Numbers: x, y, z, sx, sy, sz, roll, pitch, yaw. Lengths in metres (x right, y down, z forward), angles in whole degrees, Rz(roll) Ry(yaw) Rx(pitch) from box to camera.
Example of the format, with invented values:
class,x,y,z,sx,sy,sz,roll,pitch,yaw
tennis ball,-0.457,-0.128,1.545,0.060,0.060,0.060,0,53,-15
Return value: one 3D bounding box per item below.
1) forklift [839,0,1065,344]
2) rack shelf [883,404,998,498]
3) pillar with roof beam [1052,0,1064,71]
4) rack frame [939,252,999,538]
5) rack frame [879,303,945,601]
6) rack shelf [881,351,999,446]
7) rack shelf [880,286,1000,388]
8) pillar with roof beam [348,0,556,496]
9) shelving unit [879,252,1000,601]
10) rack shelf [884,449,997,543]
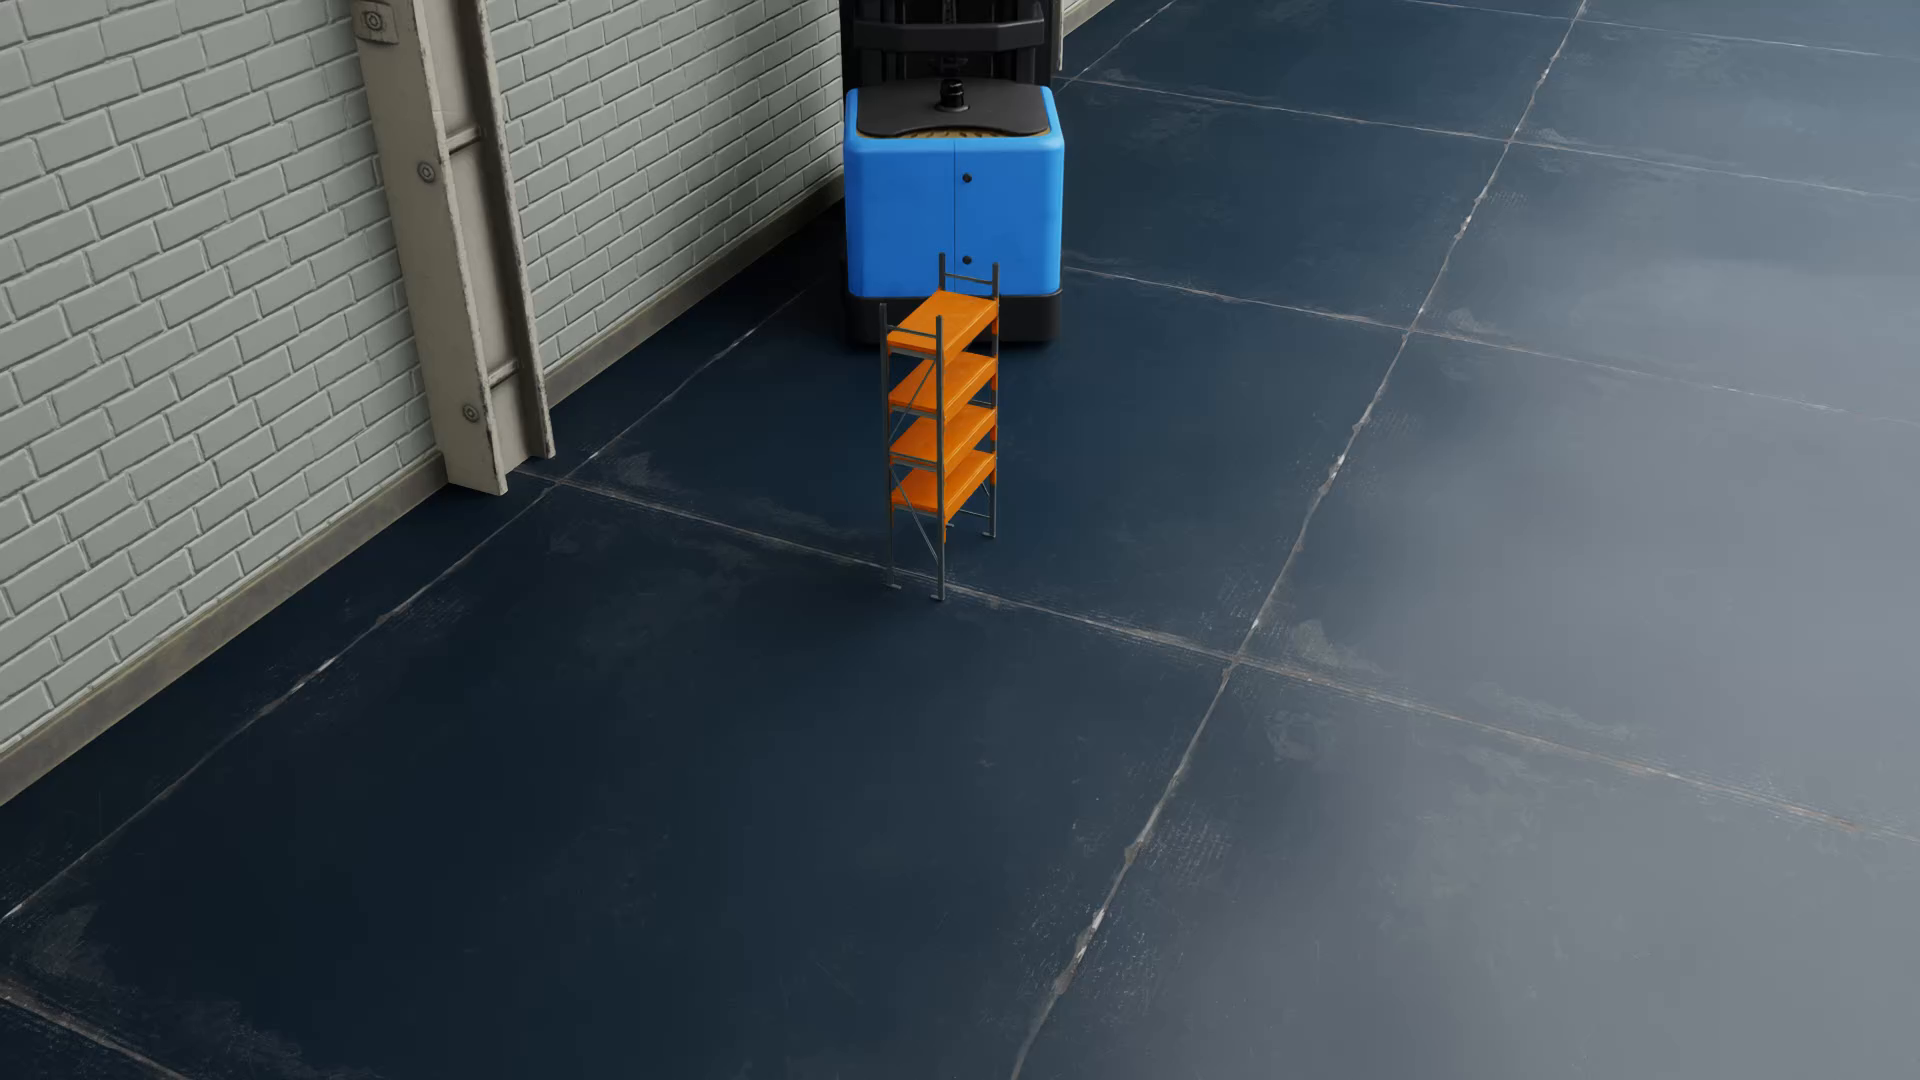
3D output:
class,x,y,z,sx,sy,sz,roll,pitch,yaw
forklift,-0.079,-2.955,8.584,1.130,2.935,3.031,-1,33,-2
rack shelf,-0.069,-0.363,6.332,0.258,0.148,0.480,14,36,20
pillar with roof beam,4.419,-6.084,7.822,9.100,9.000,0.400,14,36,20
rack frame,0.033,-0.541,6.481,0.240,1.200,0.015,14,36,20
rack frame,-0.171,-0.298,6.110,0.240,1.200,0.015,14,36,20
rack shelf,-0.069,-0.550,6.209,0.258,0.148,0.480,14,36,20
rack shelf,-0.069,-0.748,6.080,0.258,0.148,0.480,14,36,20
pillar with roof beam,1.909,-3.096,3.264,9.100,9.000,0.400,14,36,20
shelving unit,-0.069,-0.419,6.295,0.258,1.200,0.503,14,36,20
rack shelf,-0.069,-0.197,6.441,0.258,0.148,0.480,14,36,20
